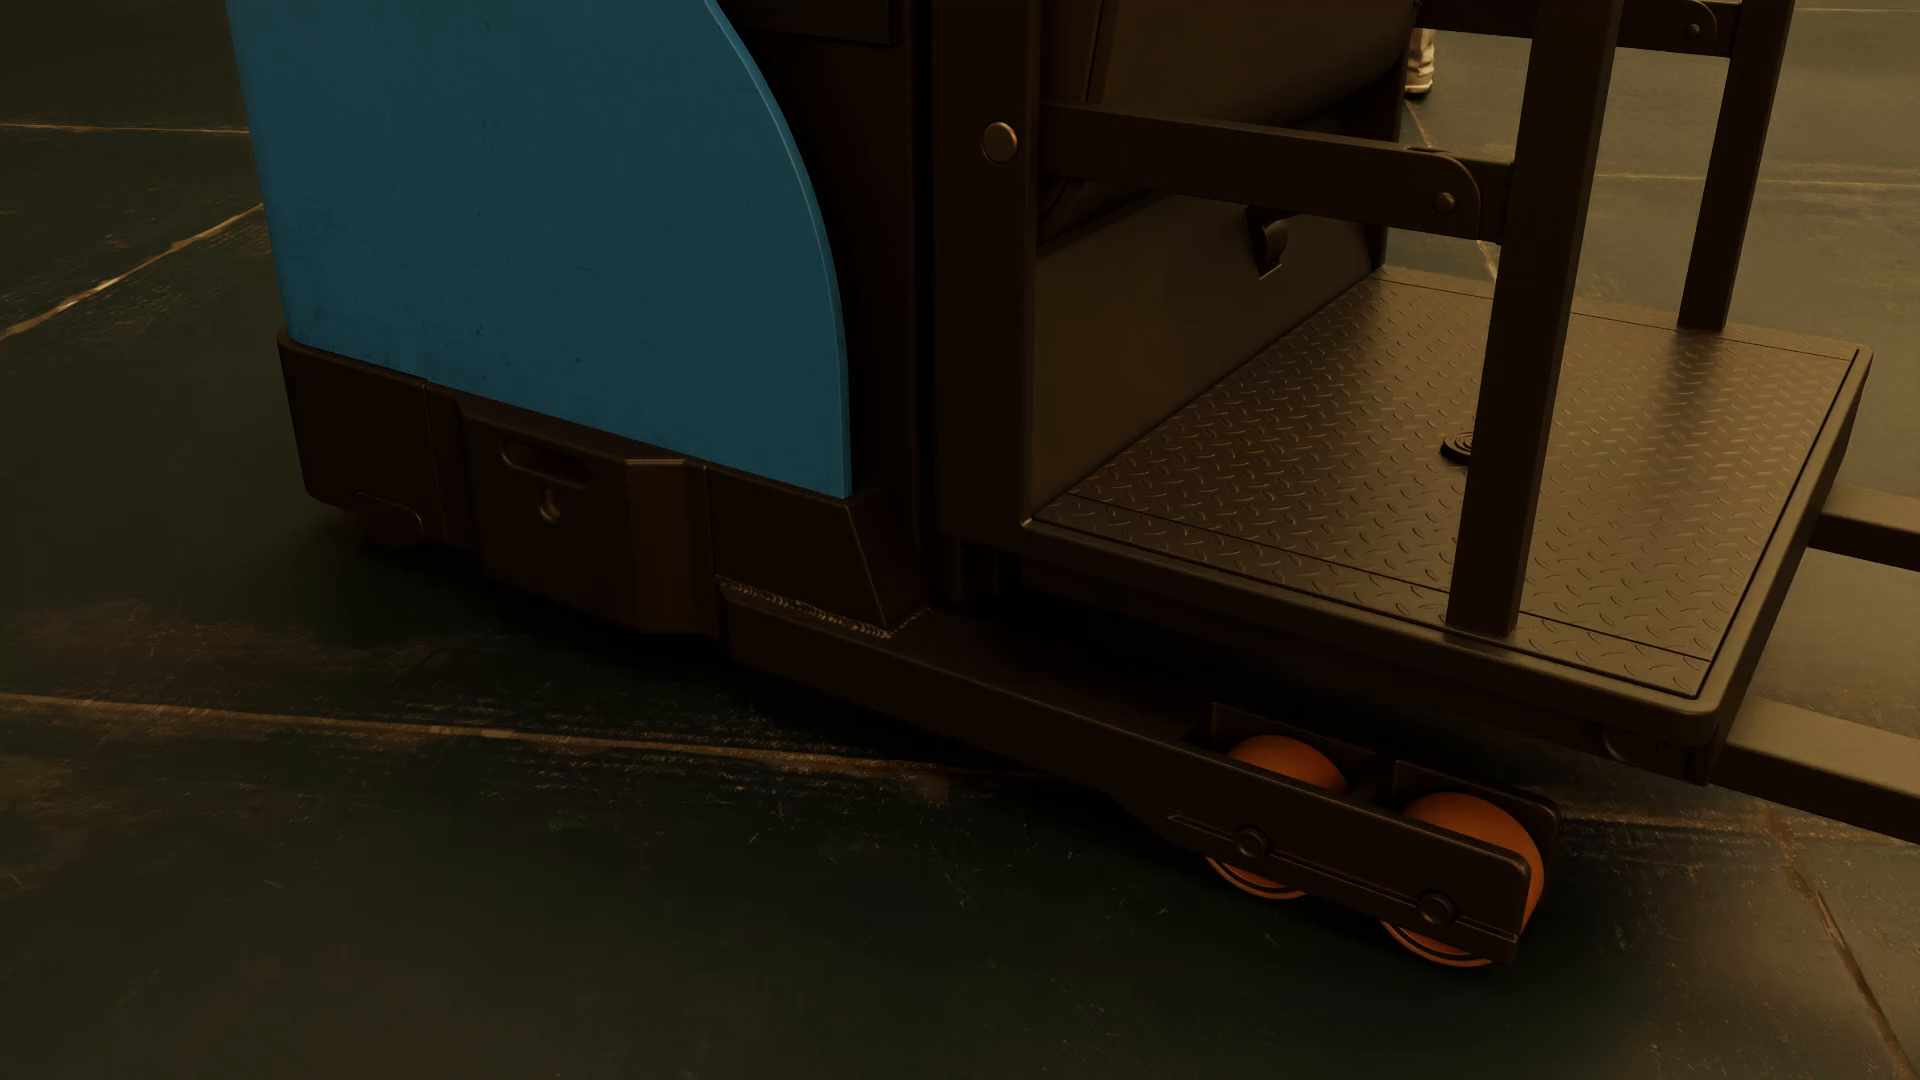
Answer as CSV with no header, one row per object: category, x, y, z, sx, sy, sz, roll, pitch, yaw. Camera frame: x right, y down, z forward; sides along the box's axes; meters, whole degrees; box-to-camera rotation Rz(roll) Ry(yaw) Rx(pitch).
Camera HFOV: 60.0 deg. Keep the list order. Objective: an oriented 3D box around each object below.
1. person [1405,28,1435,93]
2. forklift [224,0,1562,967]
person,1.267,-2.165,4.974,0.570,1.654,0.500,0,27,1
forklift,0.066,-1.264,1.822,1.939,2.867,1.129,16,31,29
